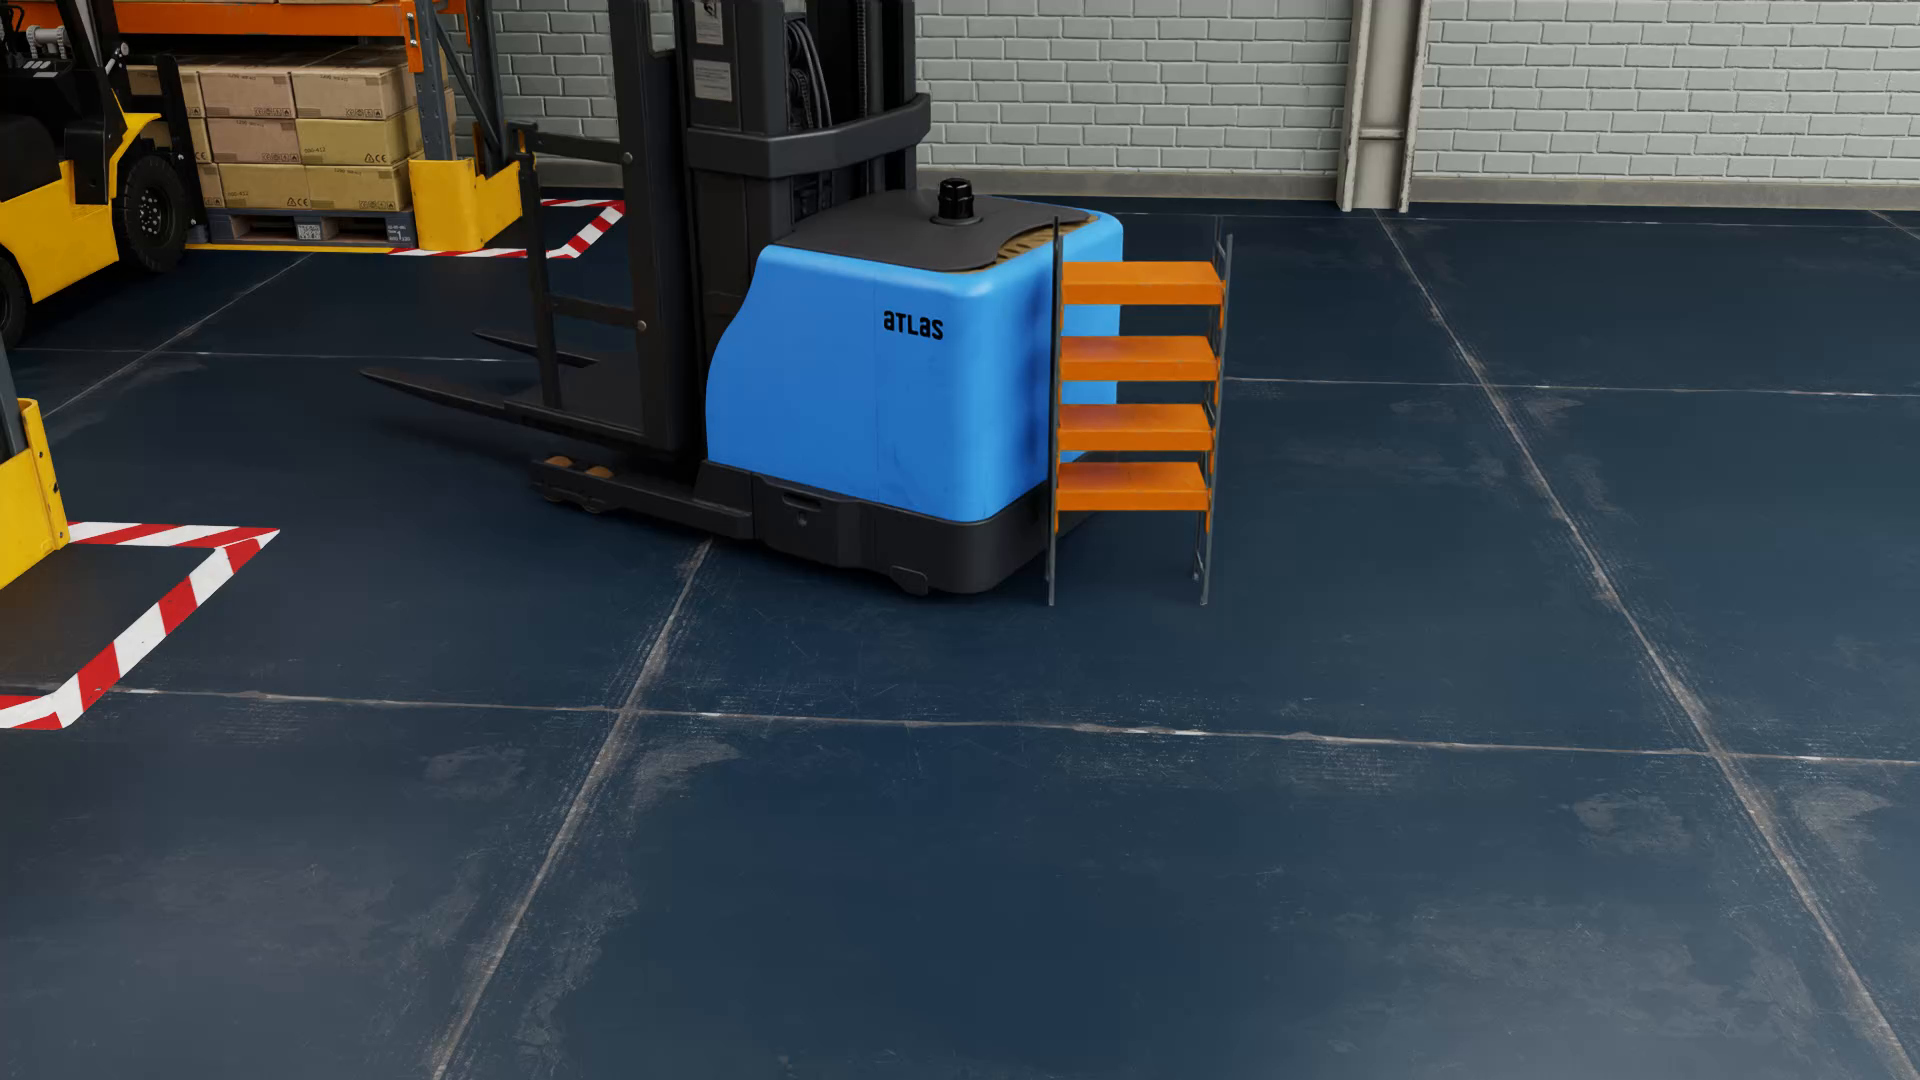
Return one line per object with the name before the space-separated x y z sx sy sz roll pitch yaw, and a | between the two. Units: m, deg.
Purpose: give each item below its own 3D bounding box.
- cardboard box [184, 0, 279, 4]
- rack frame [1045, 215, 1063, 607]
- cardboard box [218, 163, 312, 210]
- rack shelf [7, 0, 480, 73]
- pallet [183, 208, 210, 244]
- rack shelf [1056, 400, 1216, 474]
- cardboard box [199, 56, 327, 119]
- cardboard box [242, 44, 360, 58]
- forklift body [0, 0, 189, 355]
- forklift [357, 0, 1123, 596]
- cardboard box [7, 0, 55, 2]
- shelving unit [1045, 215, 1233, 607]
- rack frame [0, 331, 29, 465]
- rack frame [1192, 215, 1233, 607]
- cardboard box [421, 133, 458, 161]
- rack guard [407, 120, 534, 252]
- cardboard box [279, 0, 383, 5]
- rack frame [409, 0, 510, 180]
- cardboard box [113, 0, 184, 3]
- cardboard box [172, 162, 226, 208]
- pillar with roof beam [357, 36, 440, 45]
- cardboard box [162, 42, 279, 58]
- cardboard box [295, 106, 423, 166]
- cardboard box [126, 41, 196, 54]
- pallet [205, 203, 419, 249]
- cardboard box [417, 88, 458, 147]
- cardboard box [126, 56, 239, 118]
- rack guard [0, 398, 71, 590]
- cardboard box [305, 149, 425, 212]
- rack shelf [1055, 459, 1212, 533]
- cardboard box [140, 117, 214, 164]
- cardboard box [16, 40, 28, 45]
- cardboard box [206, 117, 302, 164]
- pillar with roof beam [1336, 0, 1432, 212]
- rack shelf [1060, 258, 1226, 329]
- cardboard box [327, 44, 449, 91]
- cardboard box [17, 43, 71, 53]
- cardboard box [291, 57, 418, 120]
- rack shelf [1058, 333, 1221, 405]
cardboard box | -3.860 -3.182 8.957 0.500 0.500 0.500 3 25 6
rack frame | 0.290 -0.382 5.146 0.015 1.200 0.240 0 25 0
cardboard box | -3.821 -2.054 9.413 0.500 0.250 0.500 2 25 4
rack shelf | -4.827 -2.947 9.426 4.000 0.370 1.077 2 25 4
pallet | -4.812 -1.990 9.822 1.213 0.211 1.003 2 25 4
rack shelf | 0.534 -0.322 5.175 0.480 0.148 0.258 0 25 0
cardboard box | -3.826 -2.504 9.194 0.500 0.250 0.500 2 25 5
cardboard box | -3.796 -2.714 9.651 0.500 0.250 0.500 2 25 4
forklift body | -4.863 -2.124 7.794 1.214 2.155 2.313 2 25 4
forklift | -0.965 -1.598 5.716 3.031 2.935 1.130 14 28 28
cardboard box | -4.873 -3.210 9.017 0.500 0.500 0.500 2 25 4
shelving unit | 0.534 -0.383 5.147 0.503 1.200 0.258 0 25 0
rack frame | -3.209 -1.141 4.640 0.127 3.000 1.000 2 25 4
rack frame | 0.778 -0.383 5.148 0.015 1.200 0.240 0 25 0
cardboard box | -3.308 -2.248 9.835 0.500 0.250 0.500 2 25 4
rack guard | -2.809 -2.073 9.658 0.348 0.500 1.175 2 25 4
cardboard box | -3.344 -3.161 8.912 0.500 0.500 0.500 1 25 3
rack frame | -2.833 -3.210 9.137 0.127 3.000 1.000 2 25 4
cardboard box | -4.371 -3.198 8.992 0.500 0.500 0.500 1 25 3
cardboard box | -4.319 -2.074 9.456 0.500 0.250 0.500 2 25 5
pillar with roof beam | -3.788 -4.539 4.848 0.400 9.000 9.100 2 25 4
cardboard box | -4.294 -2.735 9.696 0.500 0.250 0.500 2 25 4
cardboard box | -3.342 -2.264 9.270 0.500 0.250 0.500 2 25 3
cardboard box | -4.804 -2.754 9.737 0.500 0.250 0.500 1 25 3
pallet | -3.599 -1.950 9.735 1.213 0.211 1.003 2 25 4
cardboard box | -3.286 -2.480 9.740 0.500 0.250 0.500 2 25 5
cardboard box | -4.329 -2.516 9.220 0.500 0.250 0.500 2 25 5
rack guard | -3.285 -0.008 5.168 0.348 0.500 1.175 2 25 4
cardboard box | -3.326 -2.035 9.370 0.500 0.250 0.500 2 25 4
rack shelf | 0.534 -0.141 5.258 0.480 0.148 0.258 0 25 0
cardboard box | -4.358 -2.292 9.331 0.500 0.250 0.500 1 25 3
cardboard box | -5.809 -2.788 9.812 0.500 0.250 0.500 1 25 3
cardboard box | -3.842 -2.284 9.315 0.500 0.250 0.500 2 25 3
pillar with roof beam | 2.195 -4.347 4.431 0.400 9.000 9.100 2 25 4
rack shelf | 0.534 -0.740 4.983 0.480 0.148 0.258 0 25 0
cardboard box | -3.298 -2.700 9.620 0.500 0.250 0.500 1 25 3
cardboard box | -5.306 -2.767 9.765 0.500 0.250 0.500 2 25 4
cardboard box | -3.316 -2.490 9.164 0.500 0.250 0.500 3 25 6
rack shelf | 0.534 -0.525 5.081 0.480 0.148 0.258 0 25 0
